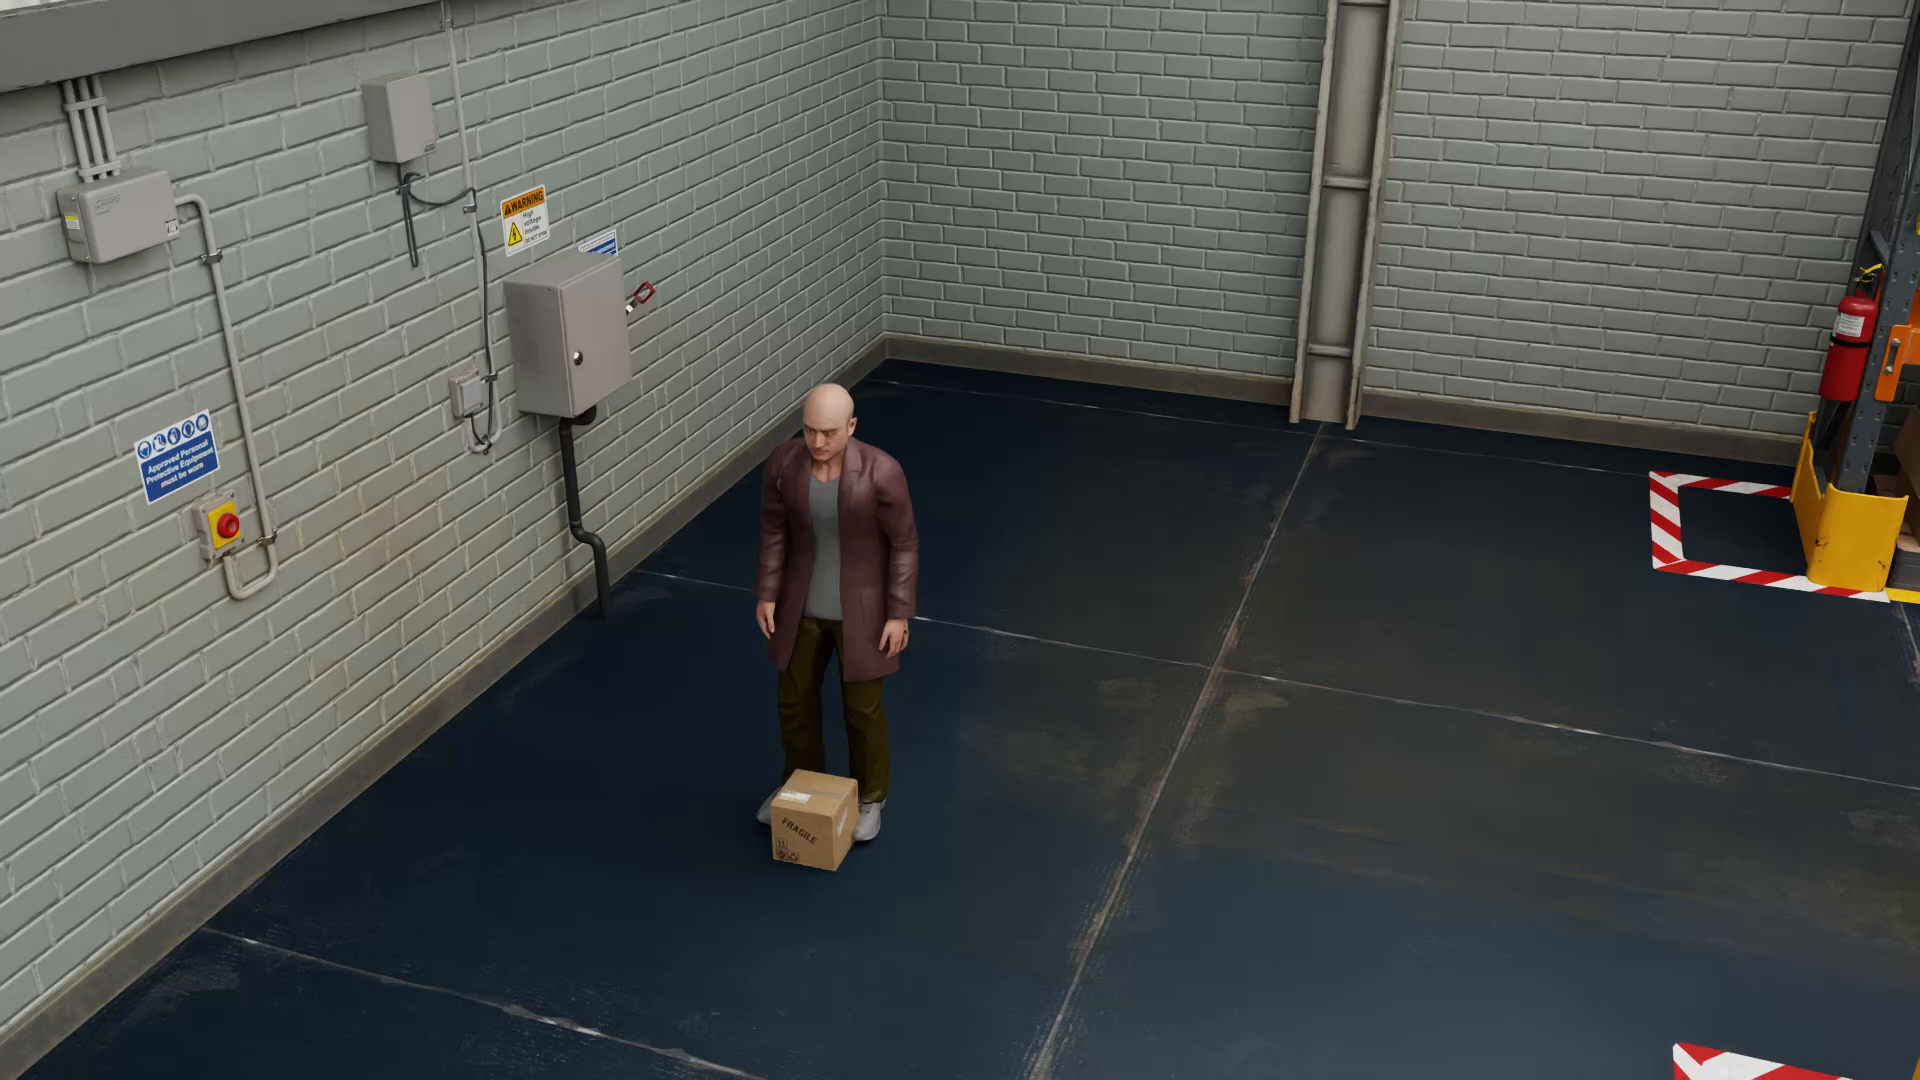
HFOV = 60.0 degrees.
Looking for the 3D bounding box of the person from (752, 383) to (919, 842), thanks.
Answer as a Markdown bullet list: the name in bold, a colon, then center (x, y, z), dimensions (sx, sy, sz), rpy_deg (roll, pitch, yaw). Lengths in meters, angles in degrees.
- **person**: center (-0.461, 0.253, 6.096), dimensions (0.631, 1.773, 0.427), rpy_deg (8, 26, 16)
